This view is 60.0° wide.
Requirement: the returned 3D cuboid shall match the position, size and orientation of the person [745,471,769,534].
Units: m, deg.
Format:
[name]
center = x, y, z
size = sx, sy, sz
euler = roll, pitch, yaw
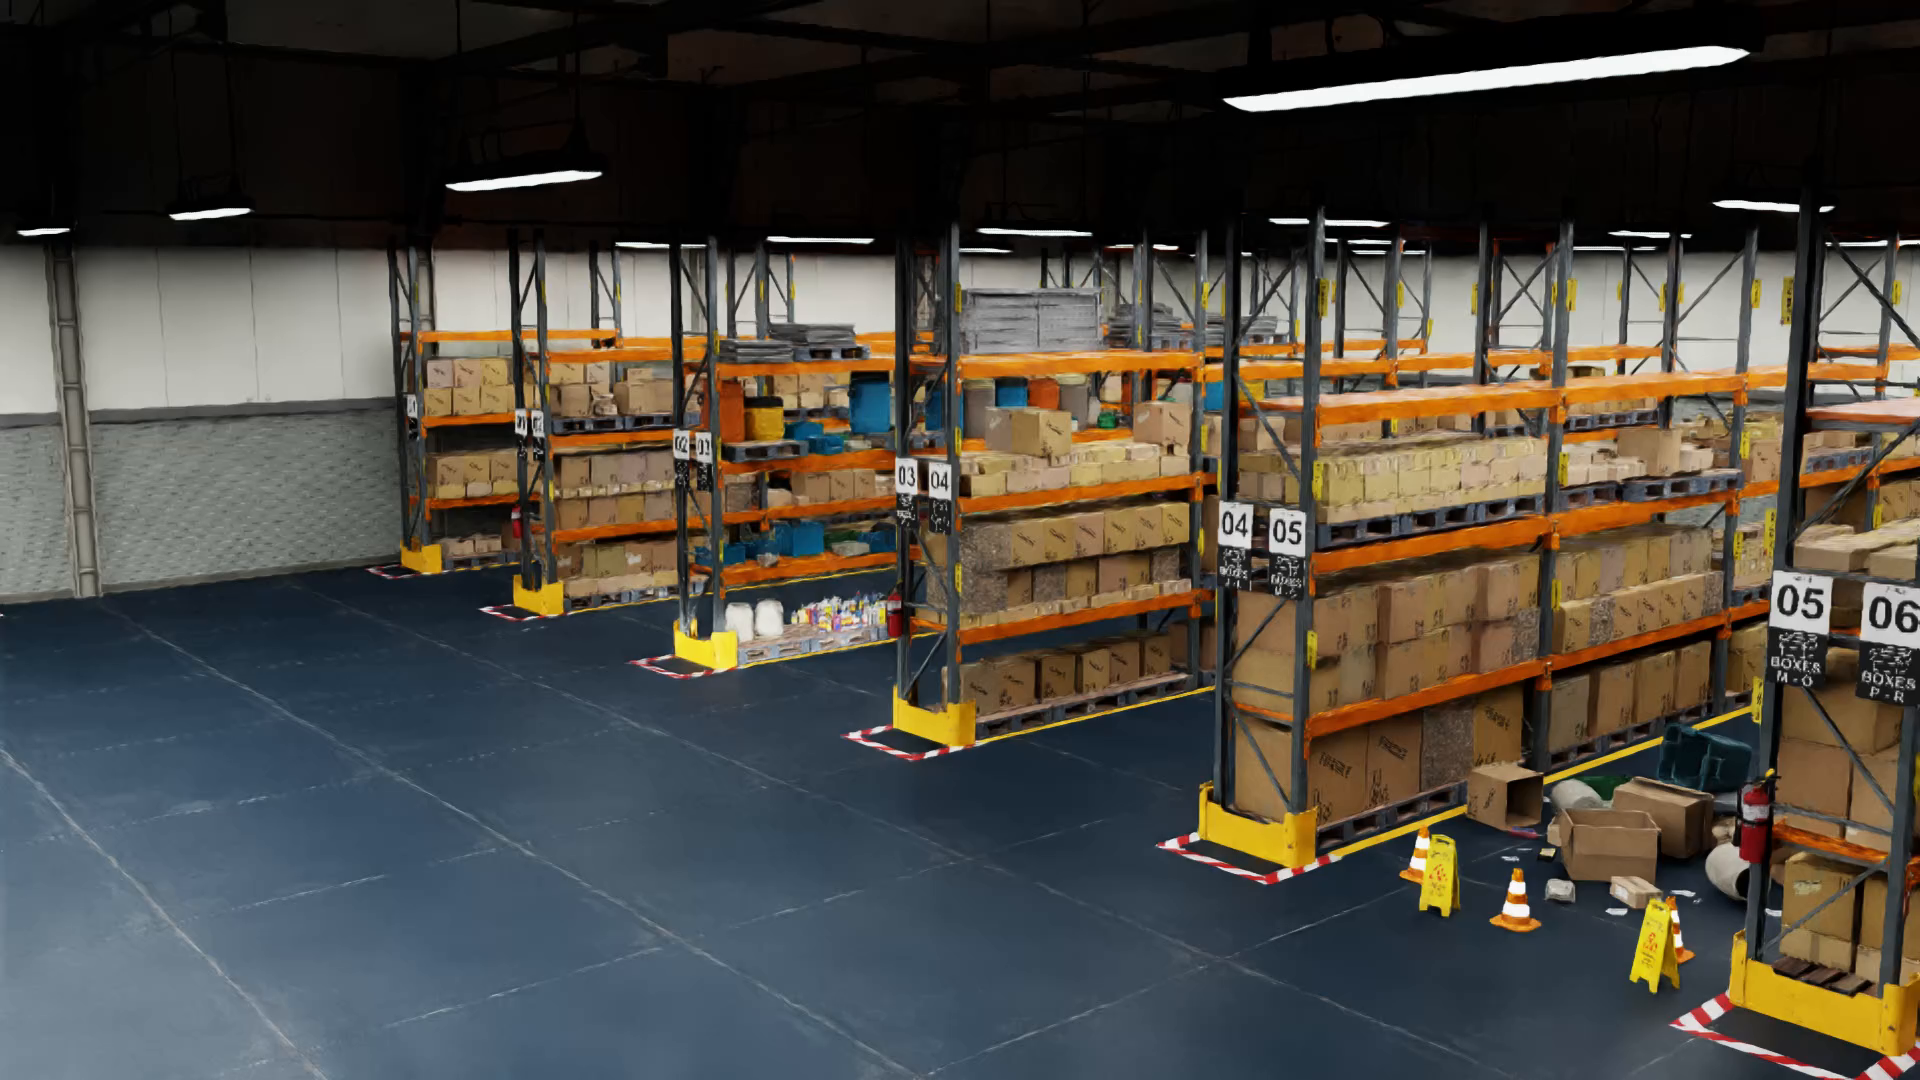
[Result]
[person]
center = -3.767, -0.477, 31.225
size = 0.546, 1.733, 0.729
euler = -8, 12, -41
